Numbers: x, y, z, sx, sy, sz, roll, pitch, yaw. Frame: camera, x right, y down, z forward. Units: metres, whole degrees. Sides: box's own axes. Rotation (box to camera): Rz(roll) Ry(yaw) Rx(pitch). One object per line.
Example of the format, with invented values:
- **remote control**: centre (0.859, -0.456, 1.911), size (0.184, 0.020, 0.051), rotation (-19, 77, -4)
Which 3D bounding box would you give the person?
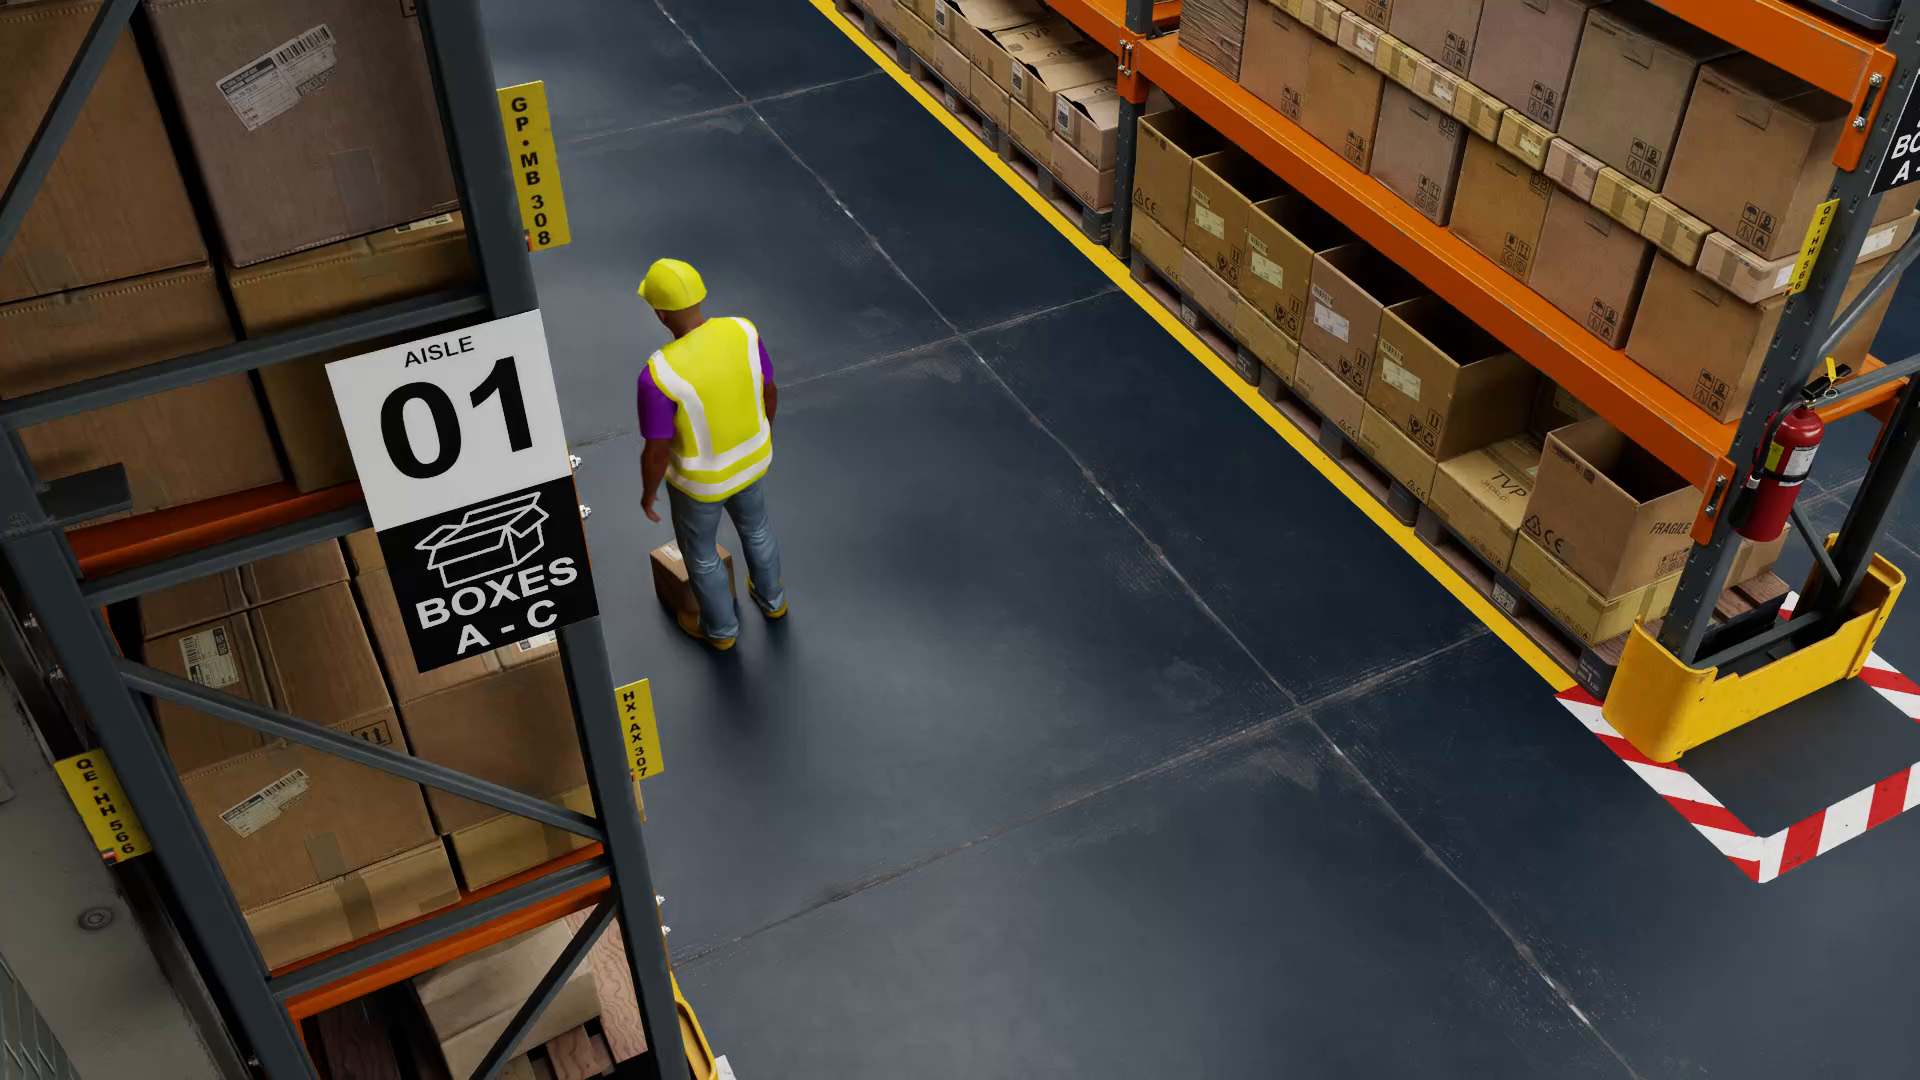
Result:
- **person**: centre (-0.977, -0.313, 6.503), size (0.636, 1.761, 0.454), rotation (-32, 50, -31)
